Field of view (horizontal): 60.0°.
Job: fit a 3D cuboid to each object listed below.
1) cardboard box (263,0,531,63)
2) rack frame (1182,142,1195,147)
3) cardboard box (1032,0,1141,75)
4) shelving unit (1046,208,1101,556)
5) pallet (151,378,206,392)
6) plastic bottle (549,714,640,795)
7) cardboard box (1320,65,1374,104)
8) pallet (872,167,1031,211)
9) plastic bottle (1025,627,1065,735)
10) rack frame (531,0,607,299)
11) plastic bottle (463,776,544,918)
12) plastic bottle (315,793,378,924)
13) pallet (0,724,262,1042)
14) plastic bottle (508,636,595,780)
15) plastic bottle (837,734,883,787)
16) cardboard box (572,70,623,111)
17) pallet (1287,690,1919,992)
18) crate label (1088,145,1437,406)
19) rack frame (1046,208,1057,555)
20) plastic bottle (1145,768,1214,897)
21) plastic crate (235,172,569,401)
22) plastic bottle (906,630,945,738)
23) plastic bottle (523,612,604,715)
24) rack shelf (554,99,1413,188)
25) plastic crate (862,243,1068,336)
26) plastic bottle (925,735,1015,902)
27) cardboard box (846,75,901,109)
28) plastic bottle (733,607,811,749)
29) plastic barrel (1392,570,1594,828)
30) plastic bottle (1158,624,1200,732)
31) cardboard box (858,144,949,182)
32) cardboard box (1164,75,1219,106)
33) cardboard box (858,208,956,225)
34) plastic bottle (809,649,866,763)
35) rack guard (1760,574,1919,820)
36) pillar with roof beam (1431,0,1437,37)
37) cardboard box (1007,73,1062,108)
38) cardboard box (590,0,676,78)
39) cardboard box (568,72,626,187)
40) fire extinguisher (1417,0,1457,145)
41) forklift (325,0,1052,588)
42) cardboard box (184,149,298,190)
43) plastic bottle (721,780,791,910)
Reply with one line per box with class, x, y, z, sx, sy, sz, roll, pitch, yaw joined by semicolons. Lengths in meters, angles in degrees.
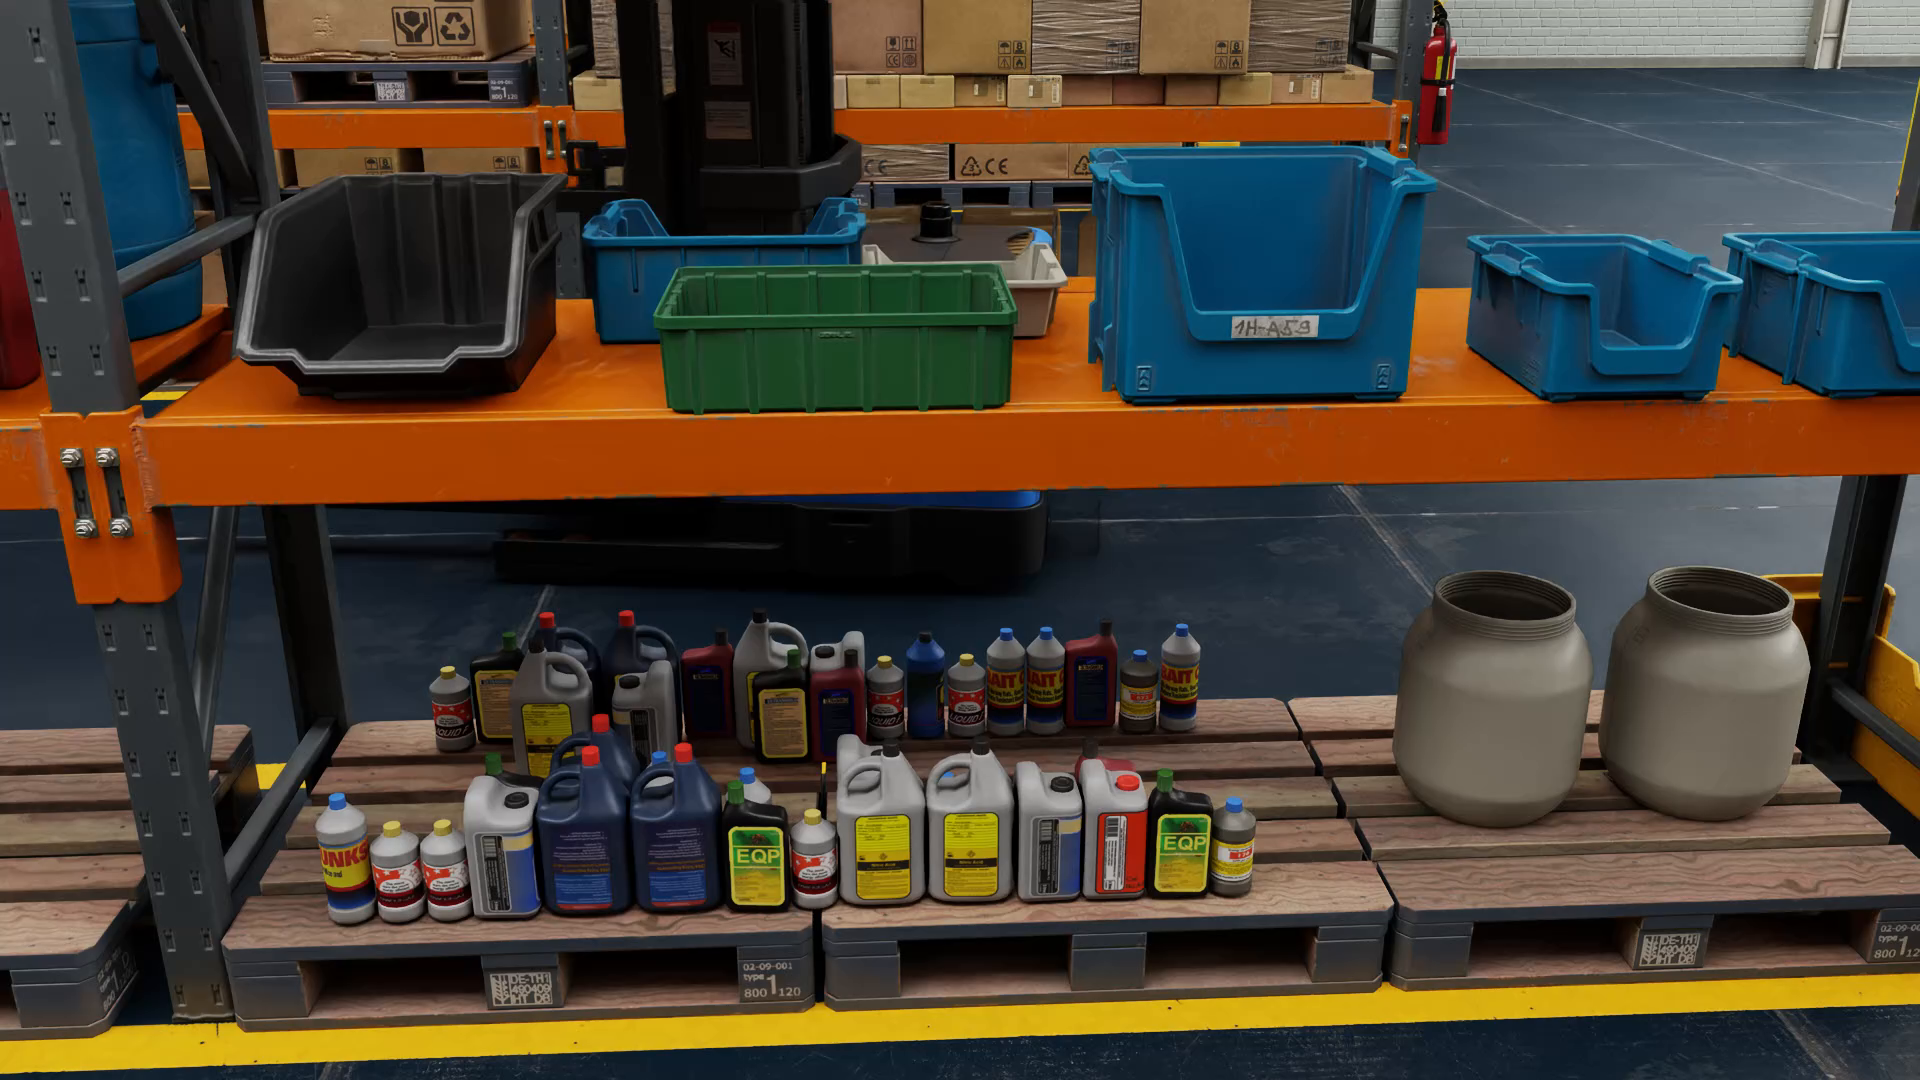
cardboard box;-2.692;-2.841;7.935;1.000;1.000;1.000;-1;21;-3
rack frame;1.921;-4.176;12.874;0.127;3.000;1.000;-1;21;-3
cardboard box;0.558;-2.549;8.042;0.500;0.500;0.875;-1;21;-3
shelving unit;0.415;-0.548;5.873;0.189;1.200;0.258;2;21;5
pallet;-3.889;-0.986;8.413;1.213;0.211;1.003;-1;21;-3
plastic bottle;-0.787;0.541;3.590;0.185;0.351;0.144;-1;21;-3
cardboard box;1.830;-2.216;8.078;0.250;0.149;0.380;-1;21;-3
pallet;-0.088;-2.805;13.193;1.213;0.211;1.003;-1;21;-3
plastic bottle;0.216;0.350;4.203;0.097;0.271;0.097;0;21;0
rack frame;-1.891;-2.331;8.028;0.127;3.000;1.000;-1;21;-3
plastic bottle;-0.944;0.629;3.464;0.135;0.276;0.152;0;21;-1
plastic bottle;-1.265;0.647;3.422;0.097;0.271;0.097;0;21;0
pallet;-2.390;0.761;3.825;1.213;0.211;1.003;-1;21;-3
plastic bottle;-0.973;0.397;3.968;0.185;0.351;0.144;-1;21;-3
plastic bottle;-0.199;0.562;3.638;0.135;0.276;0.152;-1;21;-3
cardboard box;-1.659;-2.111;7.803;0.250;0.149;0.380;-1;21;-3
pallet;1.501;0.683;4.030;1.213;0.211;1.003;-1;21;-3
crate label;0.563;-0.536;3.263;0.616;0.435;0.502;-1;21;-3
rack frame;0.324;-0.551;5.881;0.006;1.200;0.240;2;21;5
plastic bottle;0.461;0.613;3.495;0.133;0.283;0.061;-1;21;-2
plastic crate;-1.078;-0.508;3.327;0.504;0.338;0.767;-1;21;-3
plastic bottle;-0.087;0.356;4.187;0.097;0.271;0.097;0;21;0
plastic bottle;-0.981;0.345;4.103;0.185;0.351;0.144;-2;21;-4
rack shelf;0.106;-2.035;8.263;4.000;0.370;1.077;-1;21;-3
plastic crate;-0.001;-0.571;3.776;0.437;0.136;0.530;-1;21;-3
plastic bottle;0.020;0.576;3.498;0.185;0.351;0.144;0;21;-1
cardboard box;-0.412;-2.145;7.893;0.250;0.149;0.380;-1;21;-3
plastic bottle;-0.467;0.335;4.130;0.185;0.351;0.144;-1;21;-3
plastic barrel;1.232;0.364;3.855;0.421;0.512;0.421;0;21;0
plastic bottle;0.558;0.343;4.221;0.097;0.271;0.097;0;21;0
cardboard box;-0.541;-3.306;12.984;0.875;0.875;0.875;-1;21;-3
cardboard box;1.083;-2.188;8.005;0.250;0.149;0.380;-1;21;-3
cardboard box;-0.302;-1.408;8.526;0.500;0.500;0.500;-3;21;-8
plastic bottle;-0.298;0.402;4.048;0.133;0.283;0.061;-1;21;-3
rack guard;2.312;0.534;4.017;0.348;0.500;1.175;-1;21;-3
pillar with roof beam;6.739;-9.398;18.158;0.400;9.000;9.100;-1;21;-3
cardboard box;0.339;-2.148;7.900;0.250;0.149;0.380;-1;21;-3
cardboard box;-1.438;-2.504;7.923;0.500;0.500;0.875;-1;21;-3
cardboard box;-2.687;-3.195;12.870;0.750;0.750;1.050;-1;21;-3
fire extinguisher;2.243;-2.215;7.831;0.183;0.674;0.296;-1;21;-3
forklift;-1.193;-1.407;5.699;3.031;2.935;1.130;2;21;5
cardboard box;-5.453;-3.139;12.722;0.750;0.750;1.050;-1;21;-4
plastic bottle;-0.423;0.631;3.447;0.133;0.283;0.061;0;21;-1
